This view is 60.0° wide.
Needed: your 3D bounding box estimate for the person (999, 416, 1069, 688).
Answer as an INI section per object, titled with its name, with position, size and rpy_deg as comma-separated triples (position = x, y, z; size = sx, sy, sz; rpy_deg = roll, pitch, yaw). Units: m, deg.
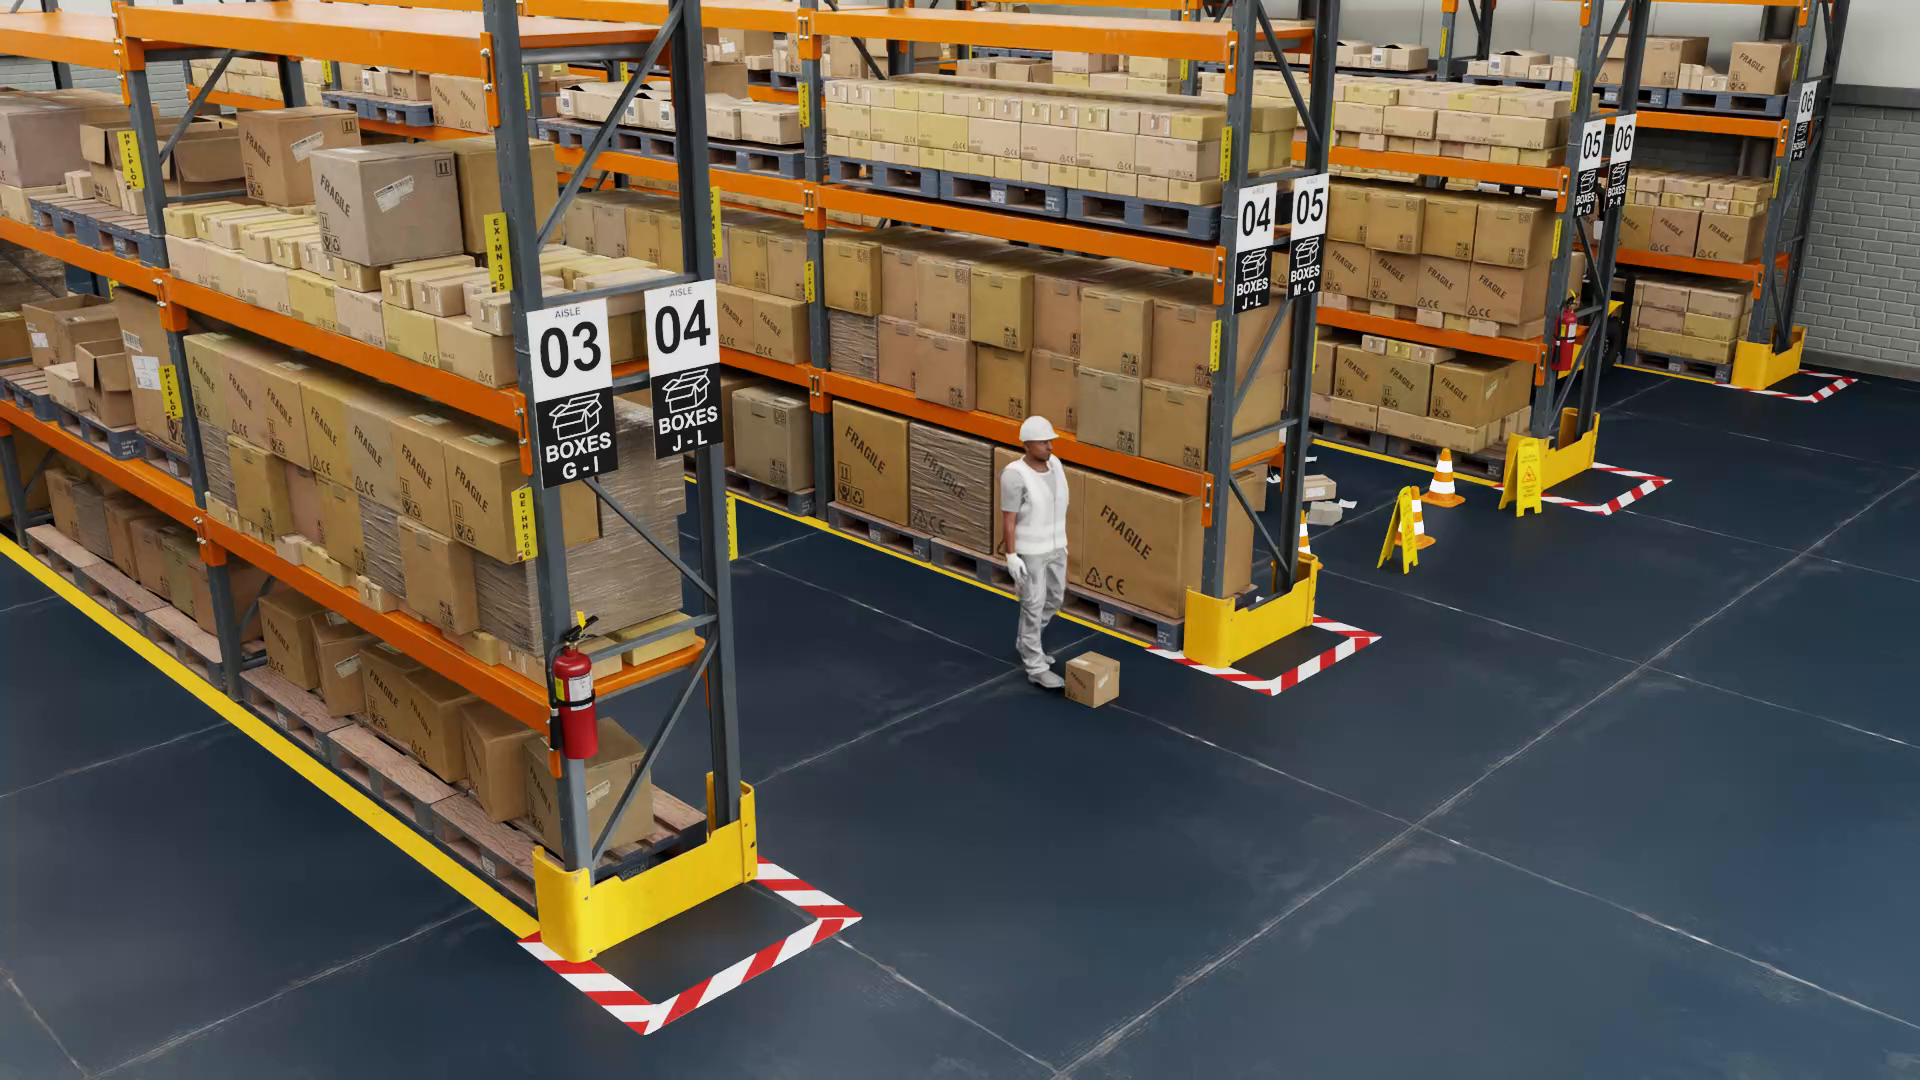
[person]
position = 0.516, 0.074, 10.849
size = 0.618, 1.803, 0.571
rpy_deg = 19, 27, 41
